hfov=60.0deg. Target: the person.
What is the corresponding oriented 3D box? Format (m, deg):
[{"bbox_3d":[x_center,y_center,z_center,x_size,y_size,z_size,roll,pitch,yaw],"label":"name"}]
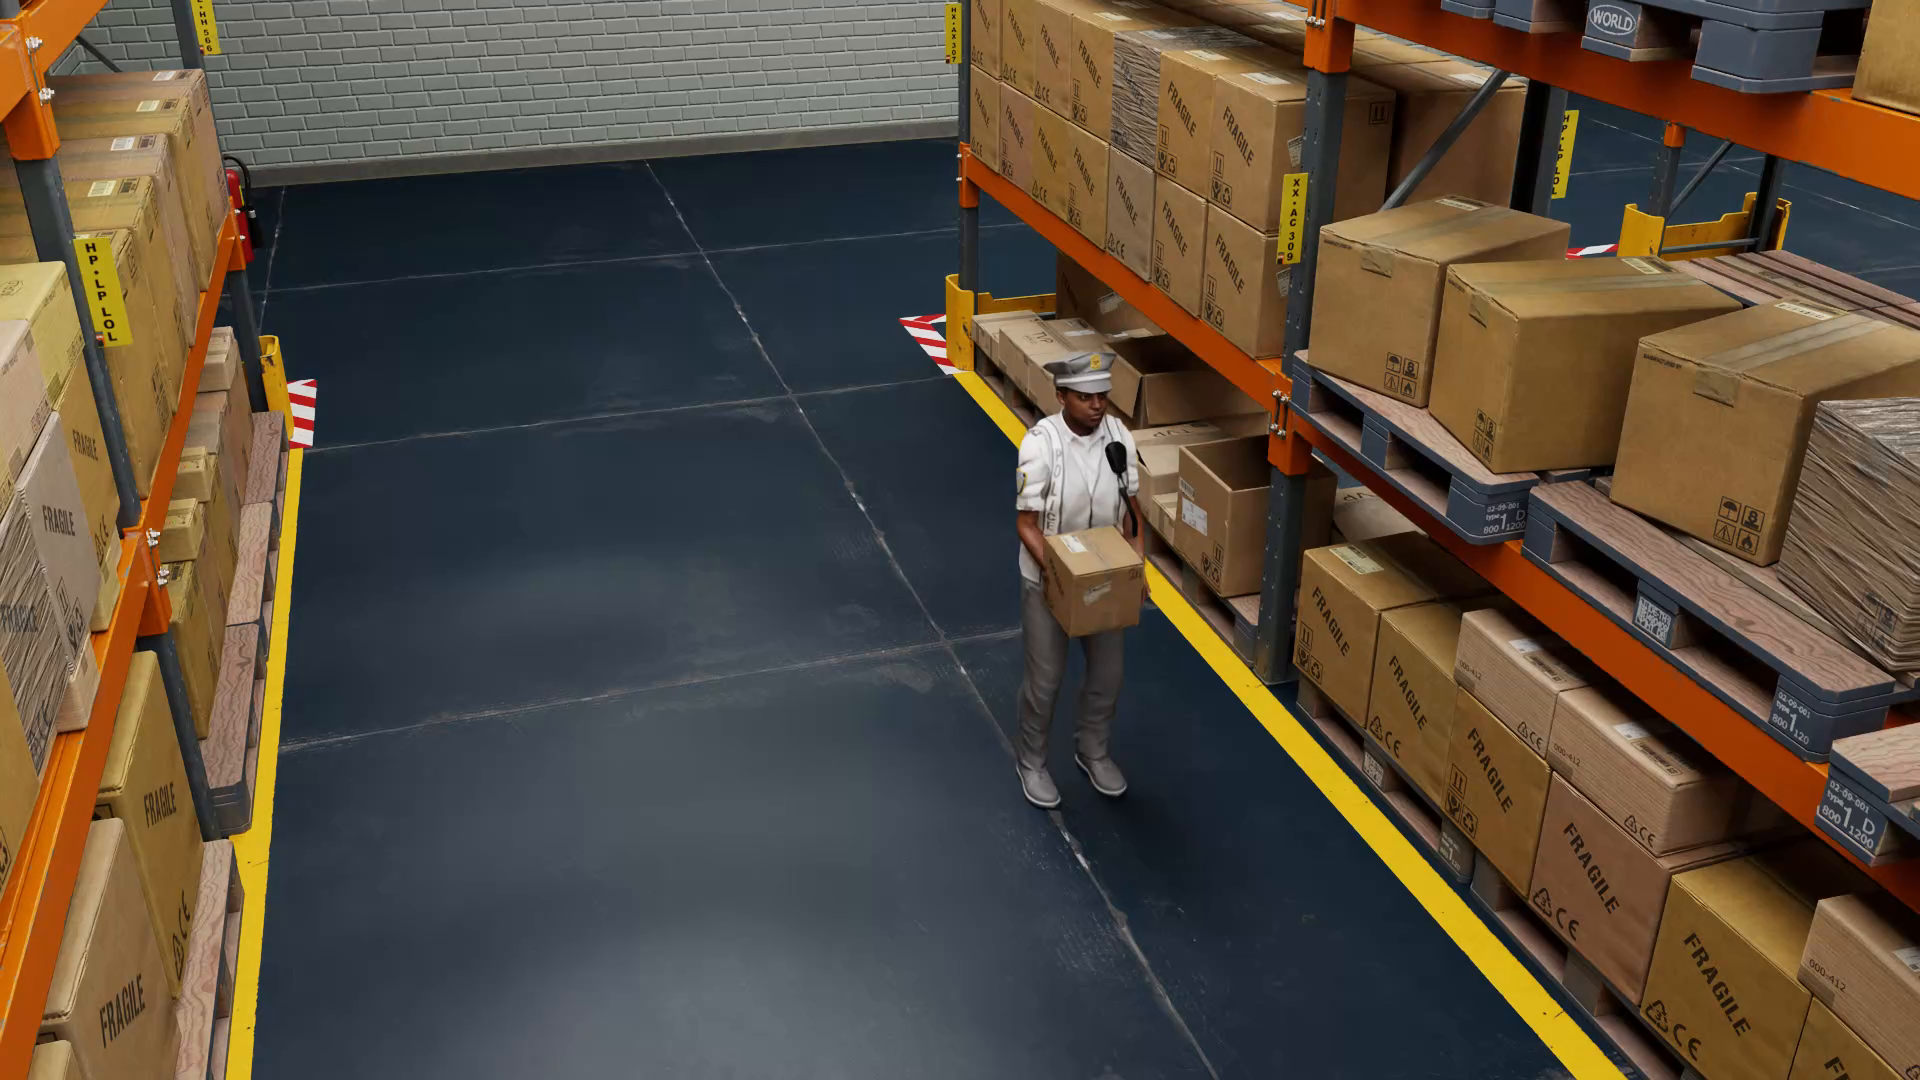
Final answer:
[{"bbox_3d":[0.431,0.156,5.765,0.468,1.692,0.503,-9,28,-18],"label":"person"}]
